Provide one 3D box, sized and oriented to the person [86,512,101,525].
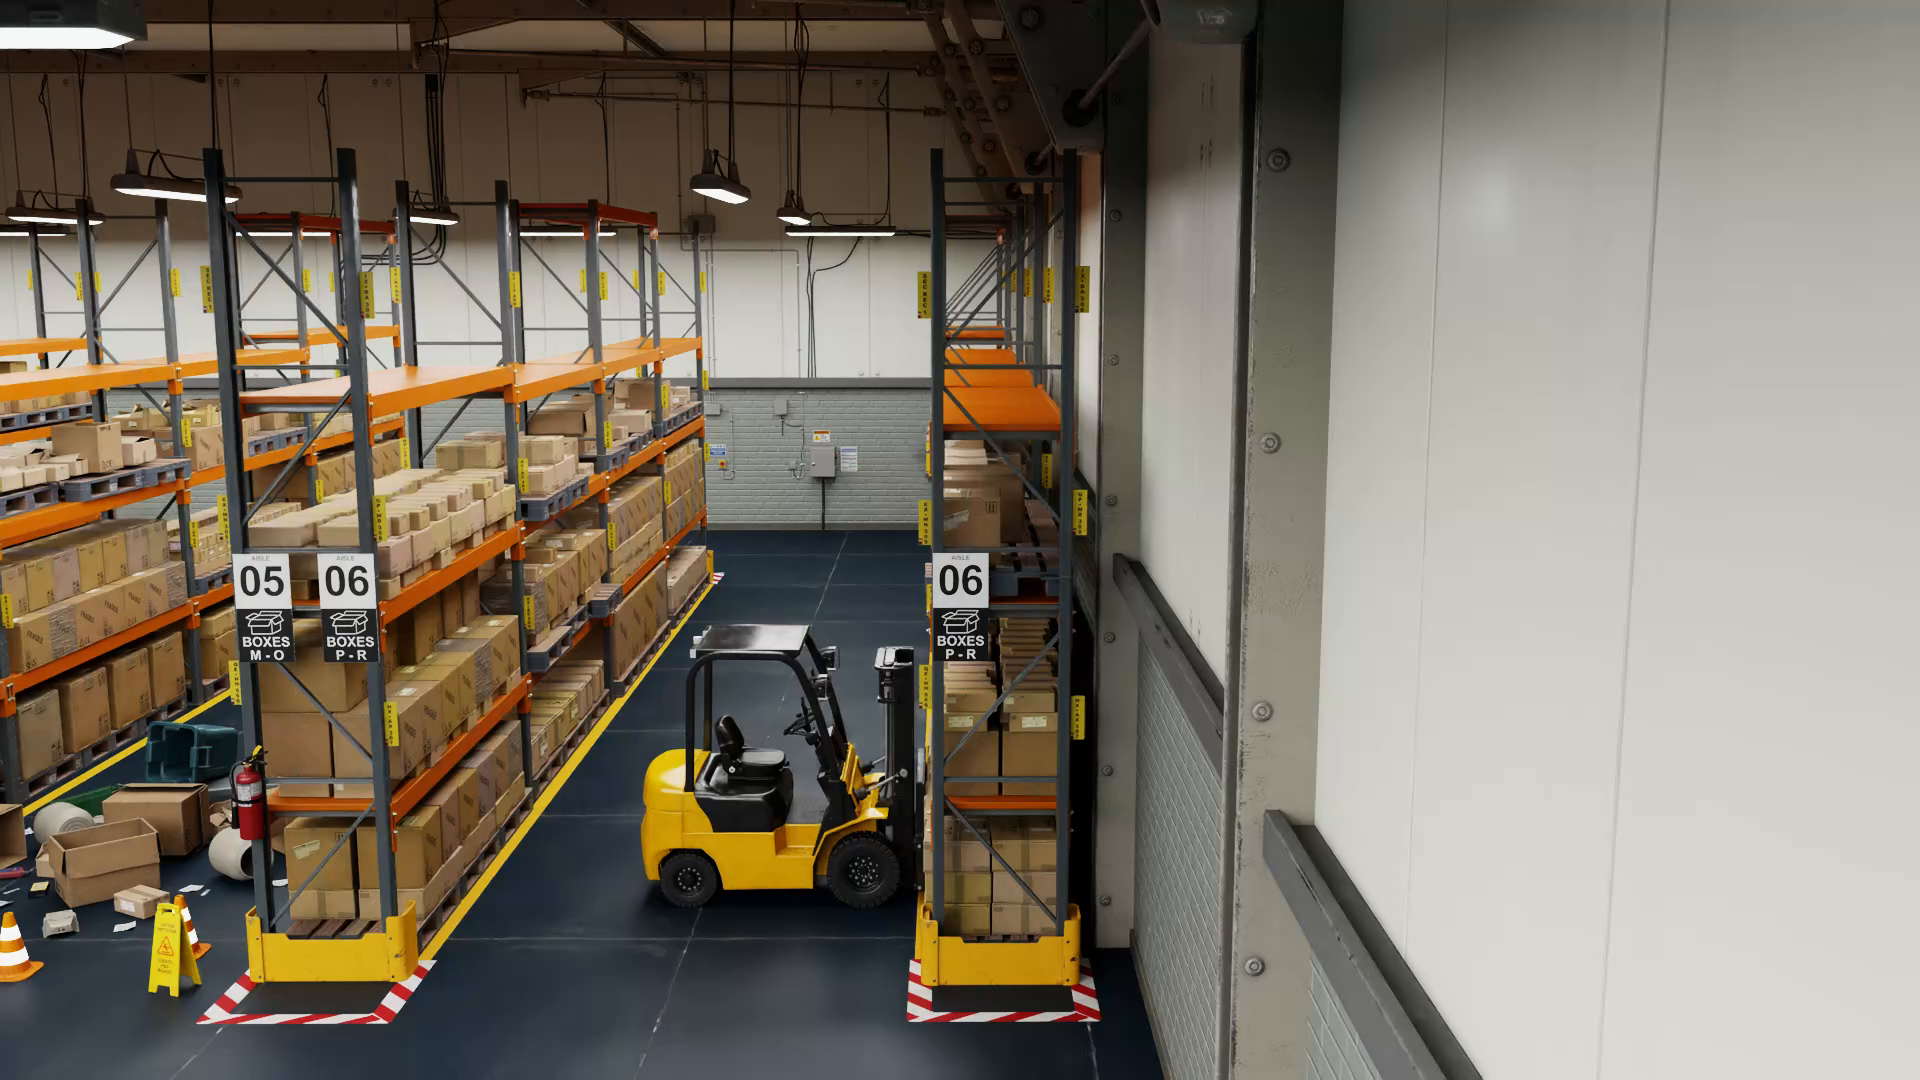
[{"bbox_3d":[-12.817,0.321,24.942,0.685,1.735,0.760,-2,9,-14],"label":"person"}]
